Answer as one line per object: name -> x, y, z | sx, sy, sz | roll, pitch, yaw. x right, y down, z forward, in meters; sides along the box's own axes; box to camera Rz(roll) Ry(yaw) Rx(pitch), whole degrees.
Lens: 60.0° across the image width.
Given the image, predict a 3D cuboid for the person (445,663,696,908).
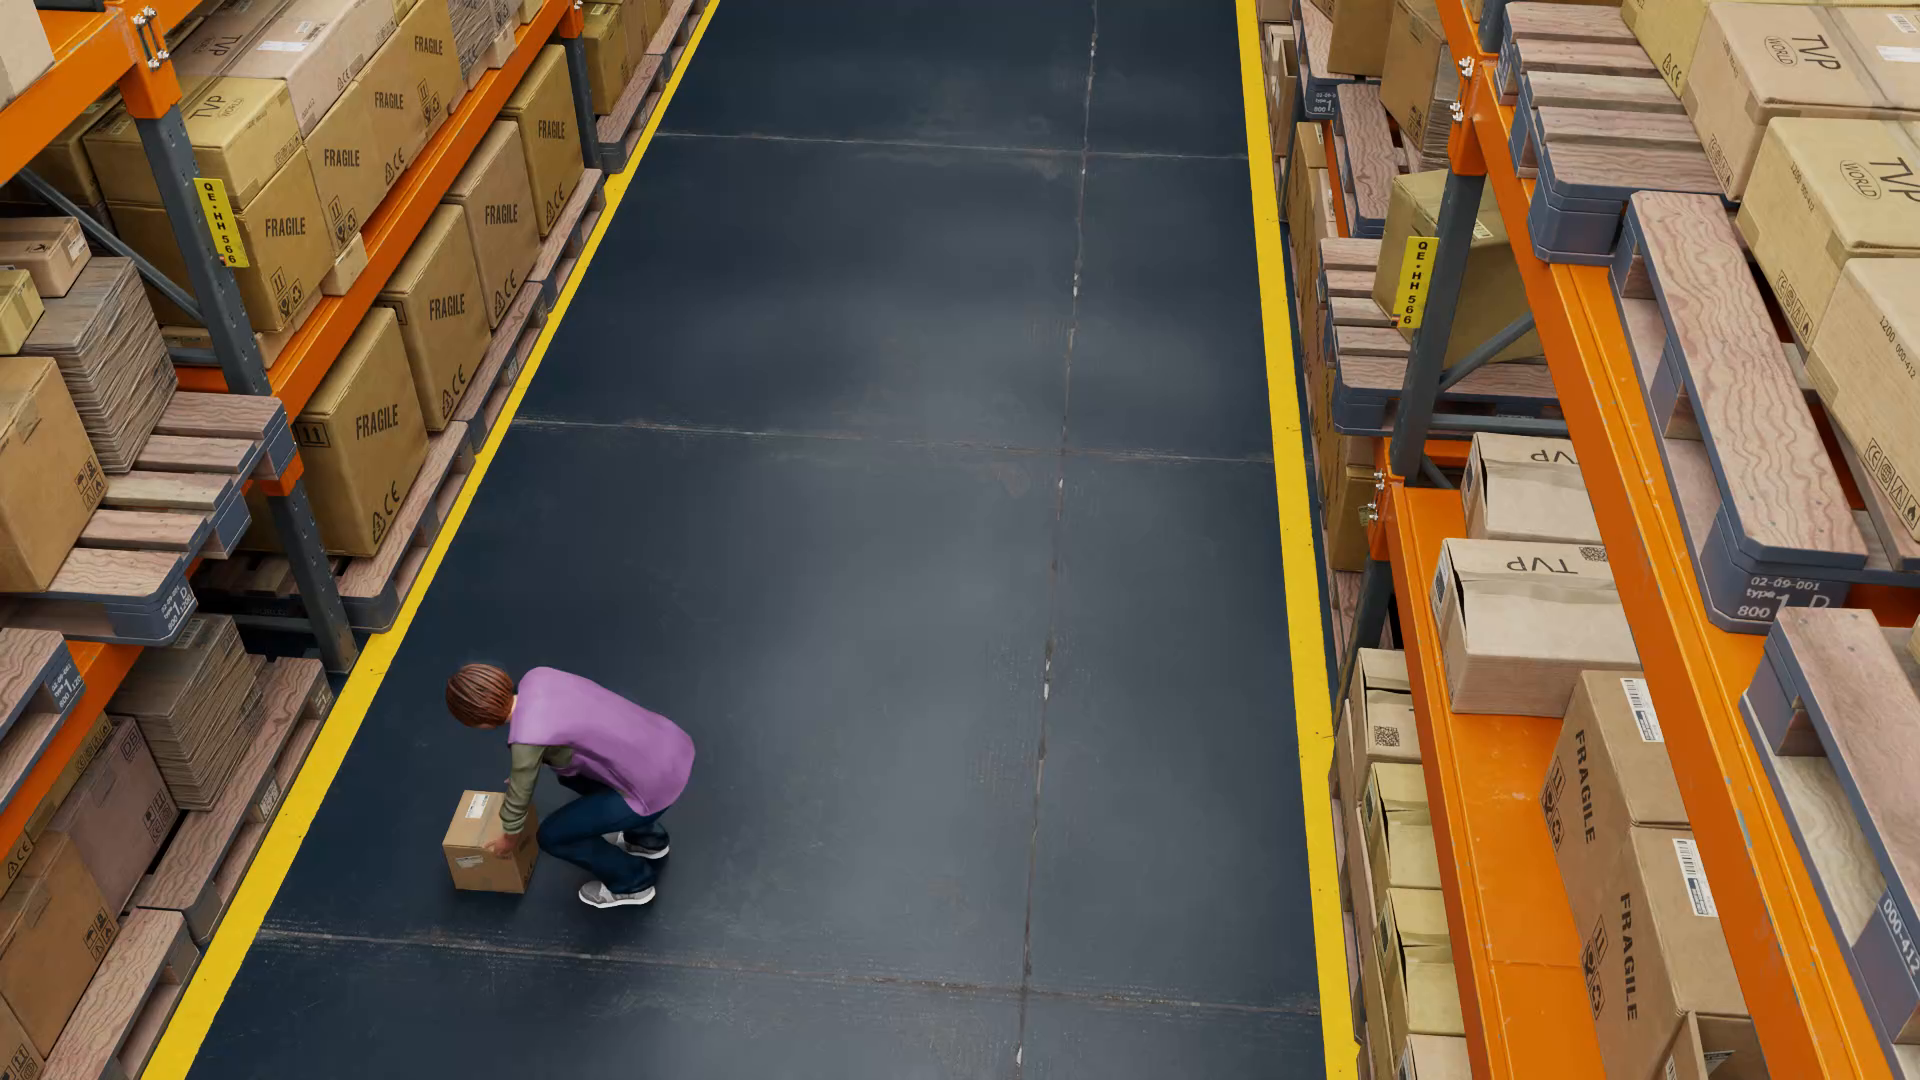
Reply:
person -> -1.278, 0.820, 5.633 | 0.762, 1.048, 0.459 | 3, 41, 4
